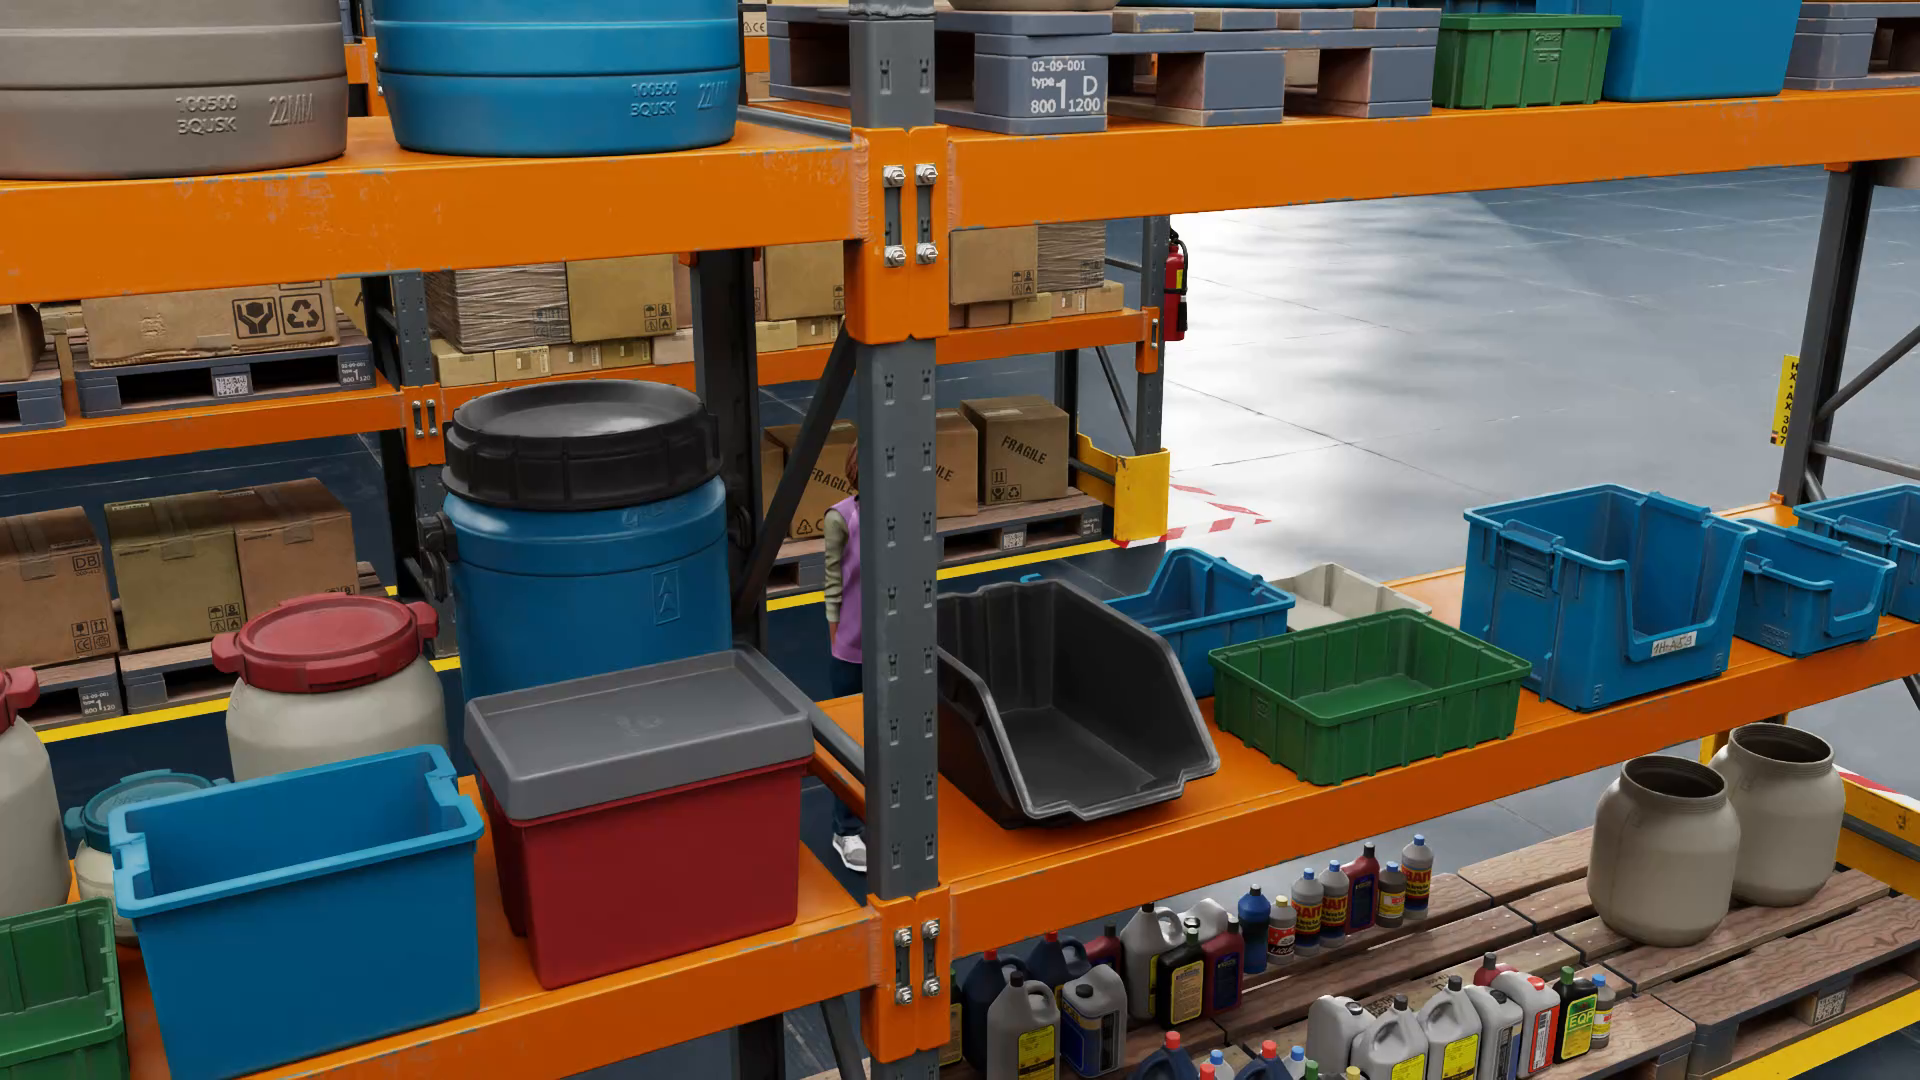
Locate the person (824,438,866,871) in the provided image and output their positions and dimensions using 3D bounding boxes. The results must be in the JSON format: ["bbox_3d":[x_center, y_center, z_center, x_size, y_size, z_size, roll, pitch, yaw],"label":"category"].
[{"bbox_3d":[-0.280,0.397,5.914,0.405,1.598,0.281,-9,21,-25],"label":"person"}]
